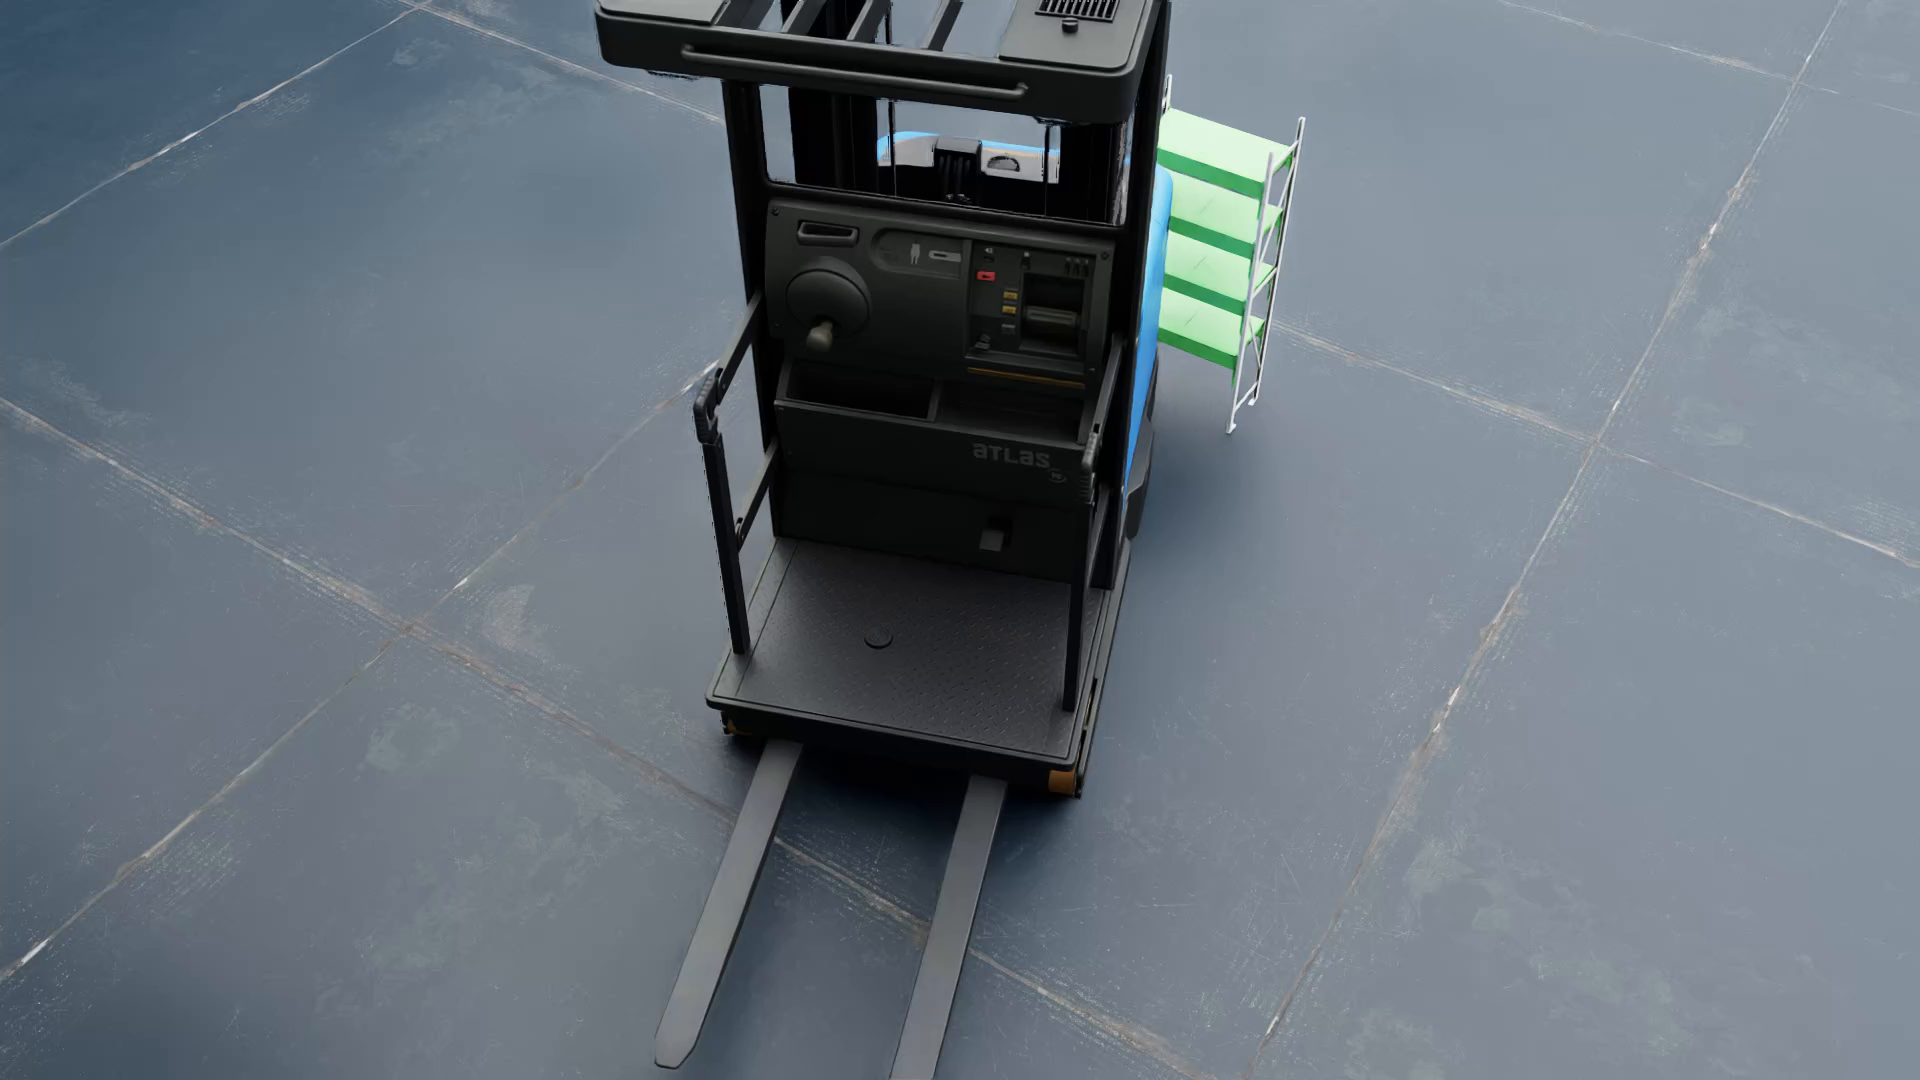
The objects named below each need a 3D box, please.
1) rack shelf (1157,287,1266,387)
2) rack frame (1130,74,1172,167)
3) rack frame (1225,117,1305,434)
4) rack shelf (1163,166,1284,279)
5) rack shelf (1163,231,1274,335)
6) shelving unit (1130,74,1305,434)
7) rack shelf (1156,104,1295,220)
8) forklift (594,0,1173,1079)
[{"bbox_3d":[0.847,-0.767,6.082,0.480,0.148,0.258,25,51,22],"label":"rack shelf"},{"bbox_3d":[0.642,-1.075,5.957,0.015,1.200,0.240,25,51,22],"label":"rack frame"},{"bbox_3d":[1.051,-0.884,5.772,0.015,1.200,0.240,25,51,22],"label":"rack frame"},{"bbox_3d":[0.847,-1.102,5.739,0.480,0.148,0.258,25,51,22],"label":"rack shelf"},{"bbox_3d":[0.847,-0.935,5.910,0.480,0.148,0.258,25,51,22],"label":"rack shelf"},{"bbox_3d":[0.847,-0.979,5.865,0.503,1.200,0.258,25,51,22],"label":"shelving unit"},{"bbox_3d":[0.847,-1.270,5.567,0.480,0.148,0.258,25,51,22],"label":"rack shelf"},{"bbox_3d":[-0.108,-0.560,4.250,1.130,2.935,3.031,9,47,9],"label":"forklift"}]
